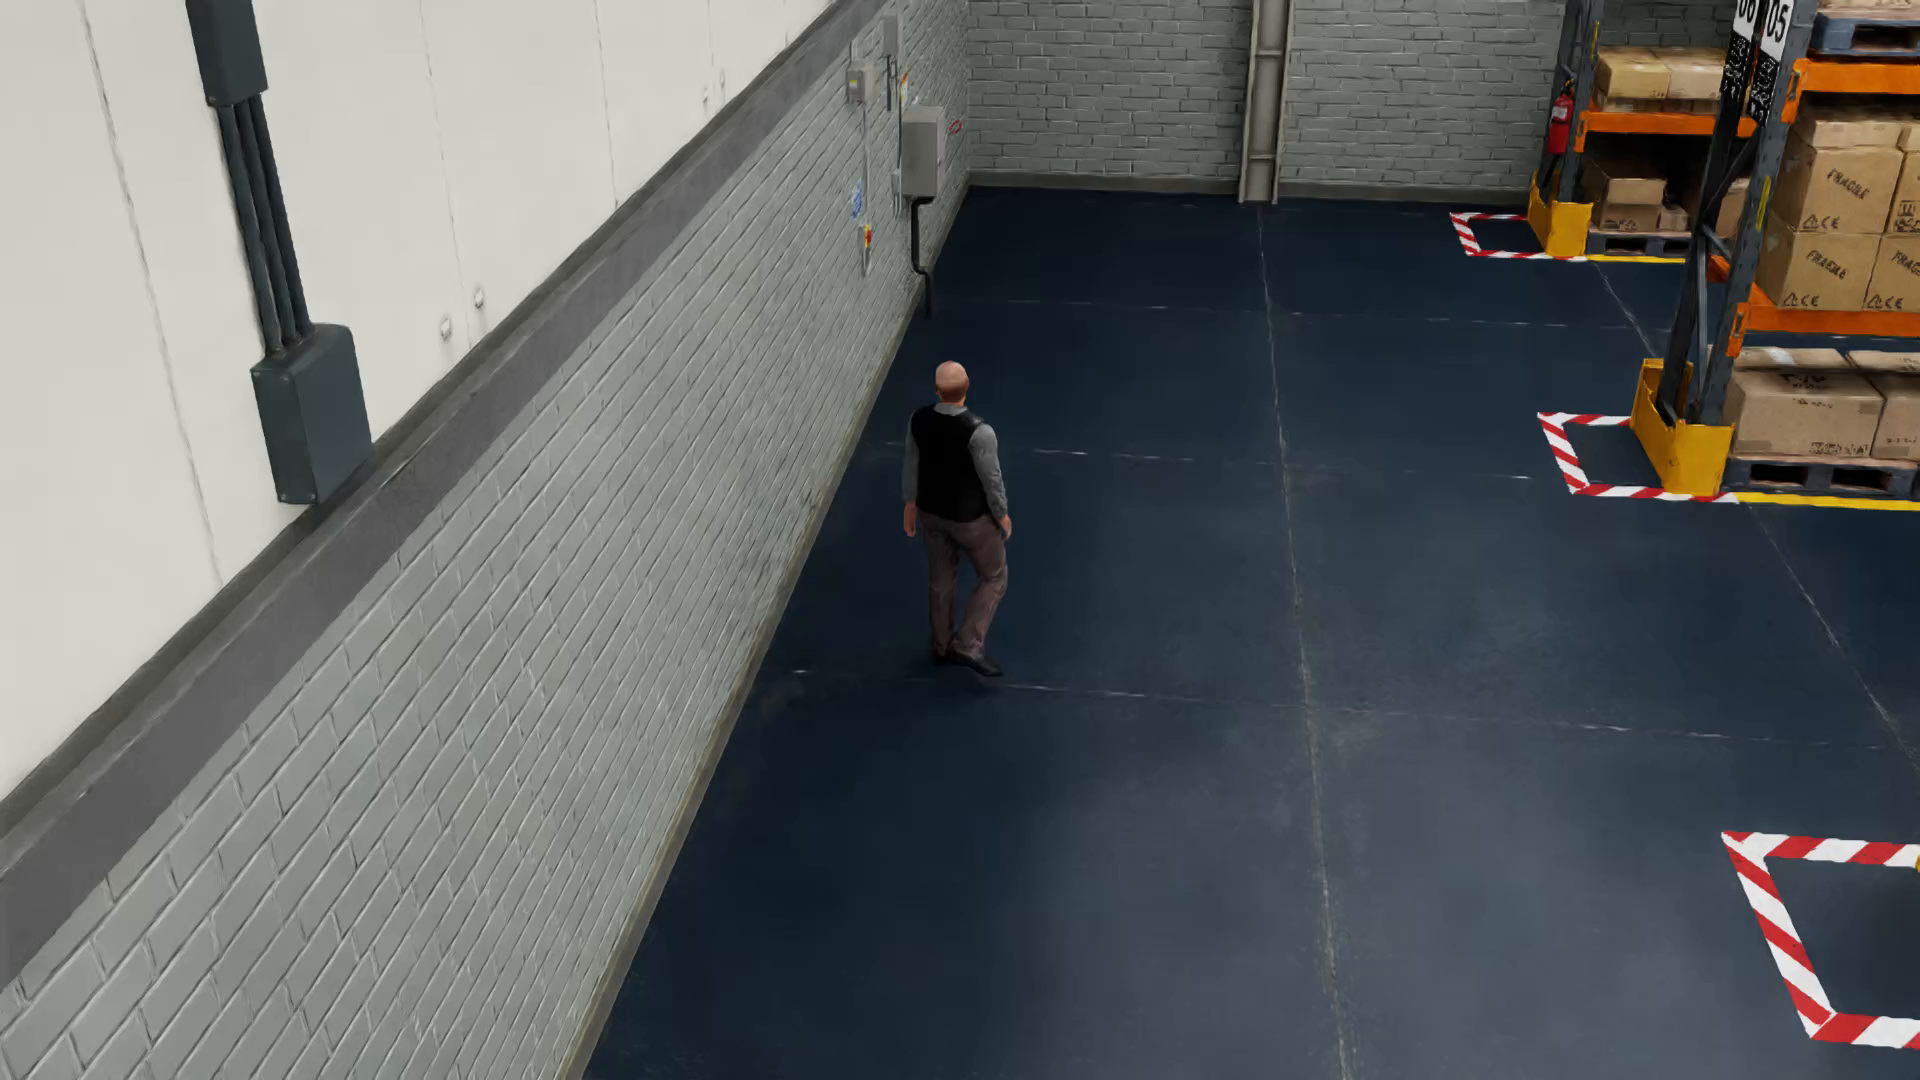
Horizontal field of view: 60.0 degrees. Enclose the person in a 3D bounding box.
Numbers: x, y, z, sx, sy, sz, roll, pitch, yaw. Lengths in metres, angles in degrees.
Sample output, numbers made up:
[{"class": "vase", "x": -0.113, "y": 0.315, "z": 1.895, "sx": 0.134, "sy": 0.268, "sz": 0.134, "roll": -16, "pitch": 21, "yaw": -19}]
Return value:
[{"class": "person", "x": 0.006, "y": -0.110, "z": 8.819, "sx": 0.703, "sy": 1.714, "sz": 0.457, "roll": 18, "pitch": 33, "yaw": 30}]
